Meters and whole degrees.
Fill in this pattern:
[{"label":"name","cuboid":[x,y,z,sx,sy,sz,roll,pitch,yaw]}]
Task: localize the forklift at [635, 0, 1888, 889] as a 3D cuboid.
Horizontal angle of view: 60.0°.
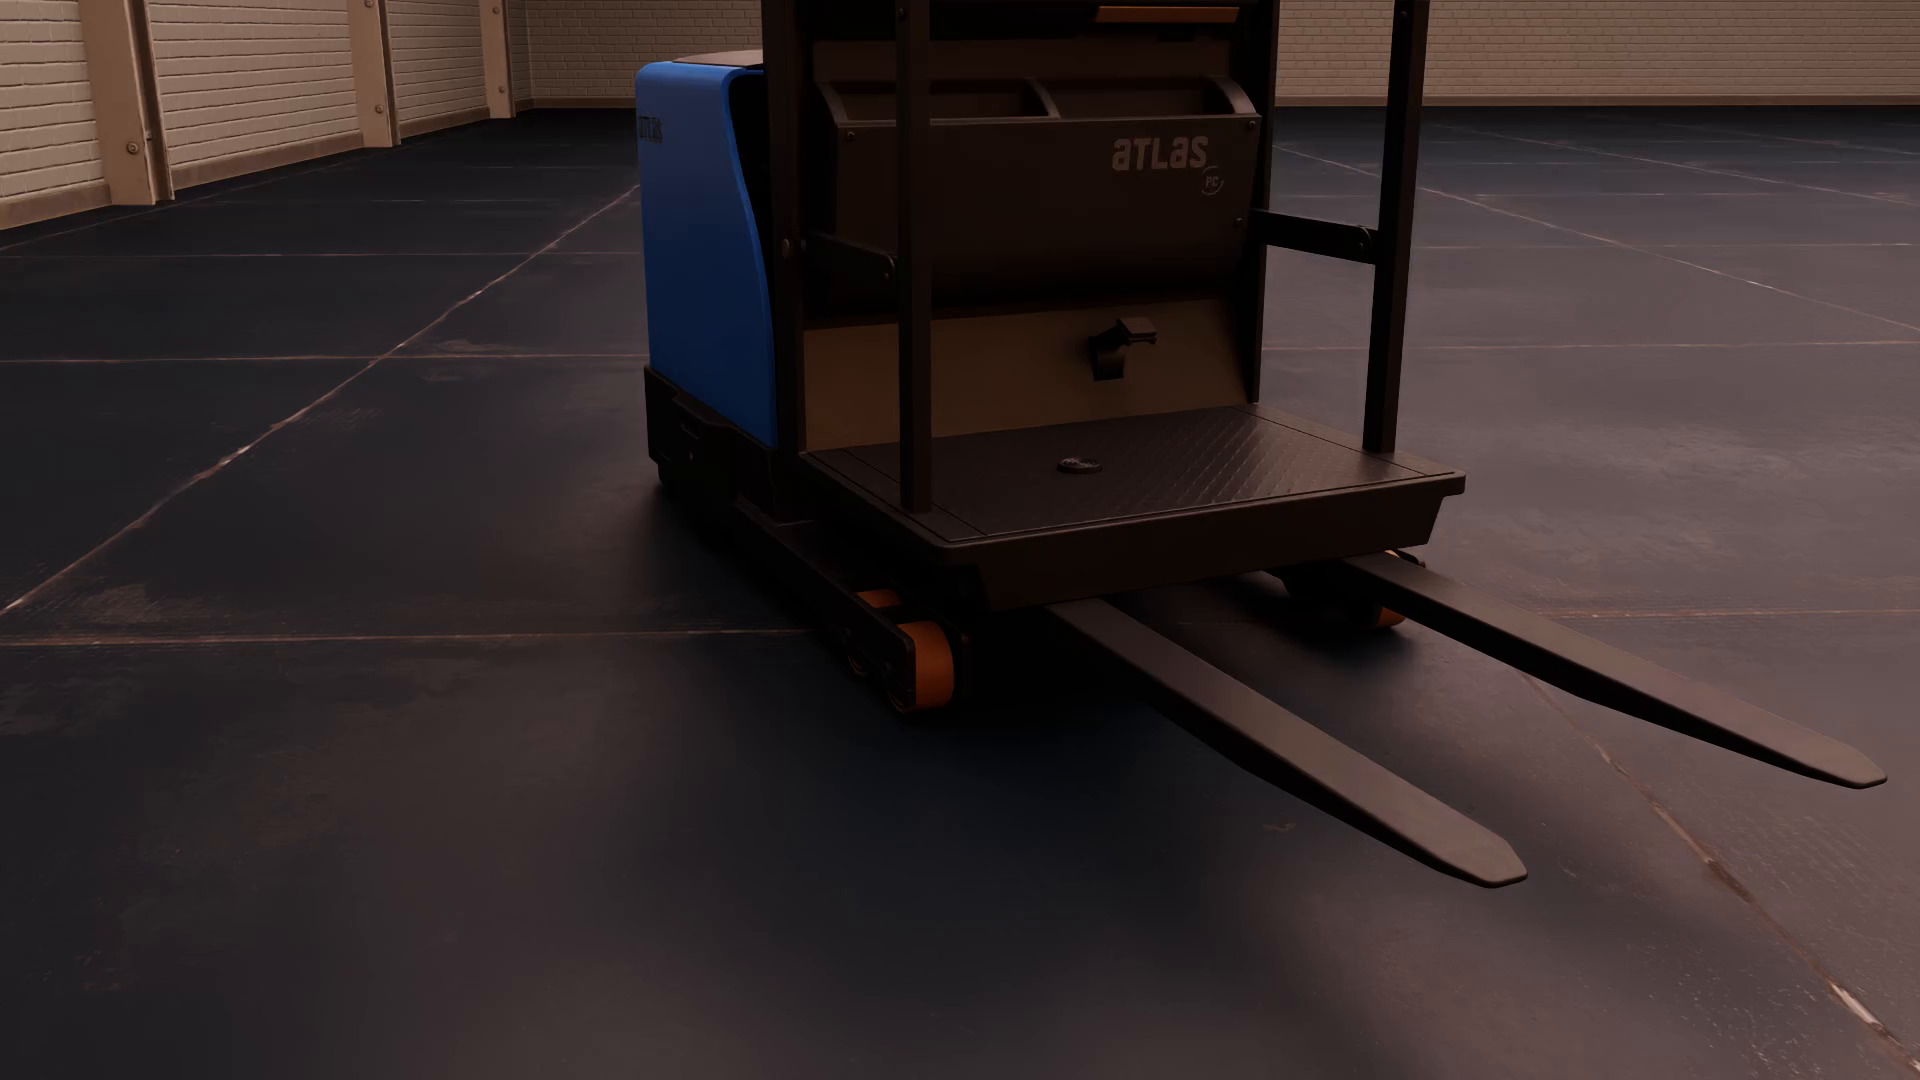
[{"label":"forklift","cuboid":[0.258,-1.240,2.962,1.130,2.935,3.031,-8,19,-24]}]
